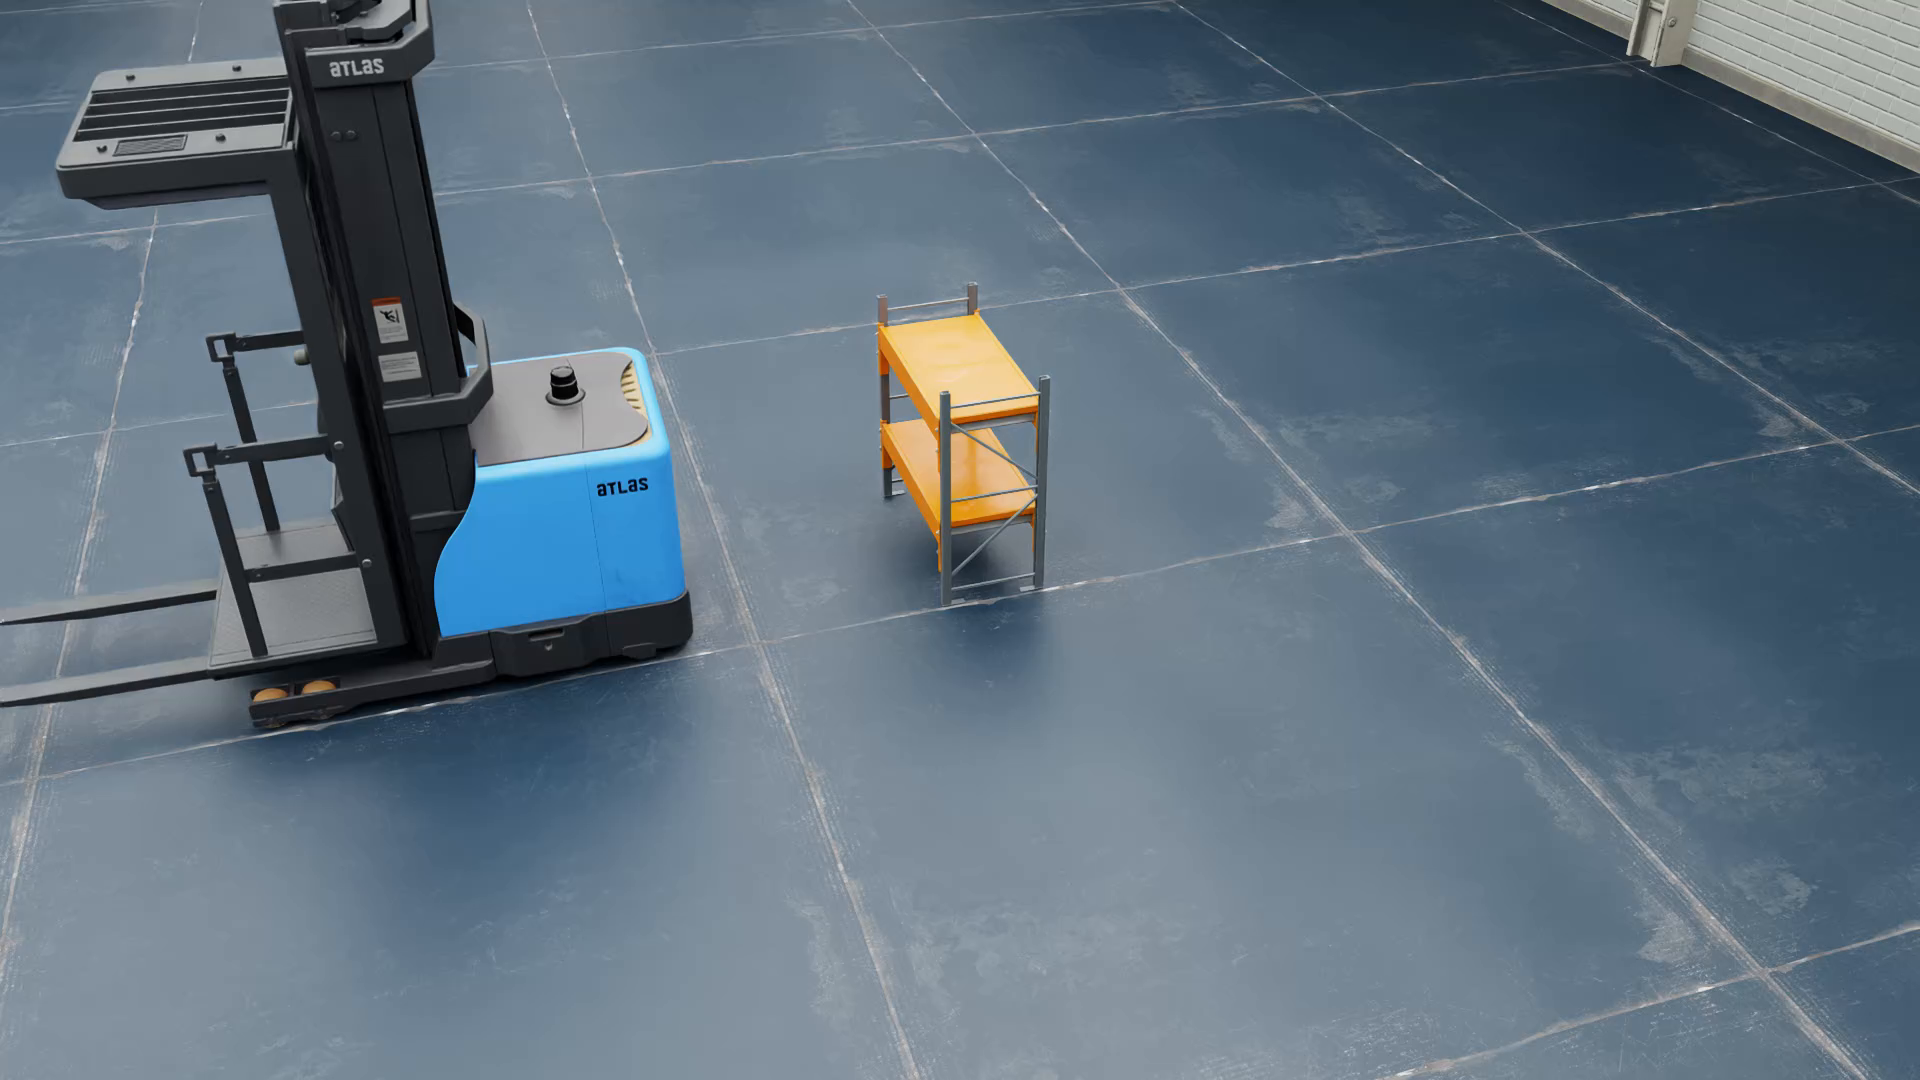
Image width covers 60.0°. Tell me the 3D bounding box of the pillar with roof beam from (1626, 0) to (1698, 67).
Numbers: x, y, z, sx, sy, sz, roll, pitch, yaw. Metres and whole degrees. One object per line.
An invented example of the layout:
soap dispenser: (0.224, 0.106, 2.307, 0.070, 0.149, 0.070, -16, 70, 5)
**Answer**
pillar with roof beam: (2.031, -7.279, 11.103, 9.100, 9.000, 0.400, -10, 35, -15)

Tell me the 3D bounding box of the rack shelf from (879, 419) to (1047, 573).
rack shelf: (-0.002, -0.269, 8.080, 0.538, 0.278, 1.000, -10, 35, -15)

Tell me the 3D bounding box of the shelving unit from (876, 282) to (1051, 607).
shelving unit: (-0.002, -0.473, 7.945, 0.538, 1.125, 1.048, -10, 35, -15)

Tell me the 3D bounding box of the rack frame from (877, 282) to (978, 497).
rack frame: (-0.157, -0.740, 8.349, 0.500, 1.125, 0.032, -10, 35, -15)

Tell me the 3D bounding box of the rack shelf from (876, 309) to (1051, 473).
rack shelf: (-0.002, -0.717, 7.784, 0.538, 0.278, 1.000, -10, 35, -15)

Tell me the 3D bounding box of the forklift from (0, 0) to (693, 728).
forklift: (-2.777, -0.752, 6.729, 3.031, 2.935, 1.130, -9, 35, -13)

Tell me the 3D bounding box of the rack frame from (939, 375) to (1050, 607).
rack frame: (0.153, -0.206, 7.541, 0.500, 1.125, 0.032, -10, 35, -15)
